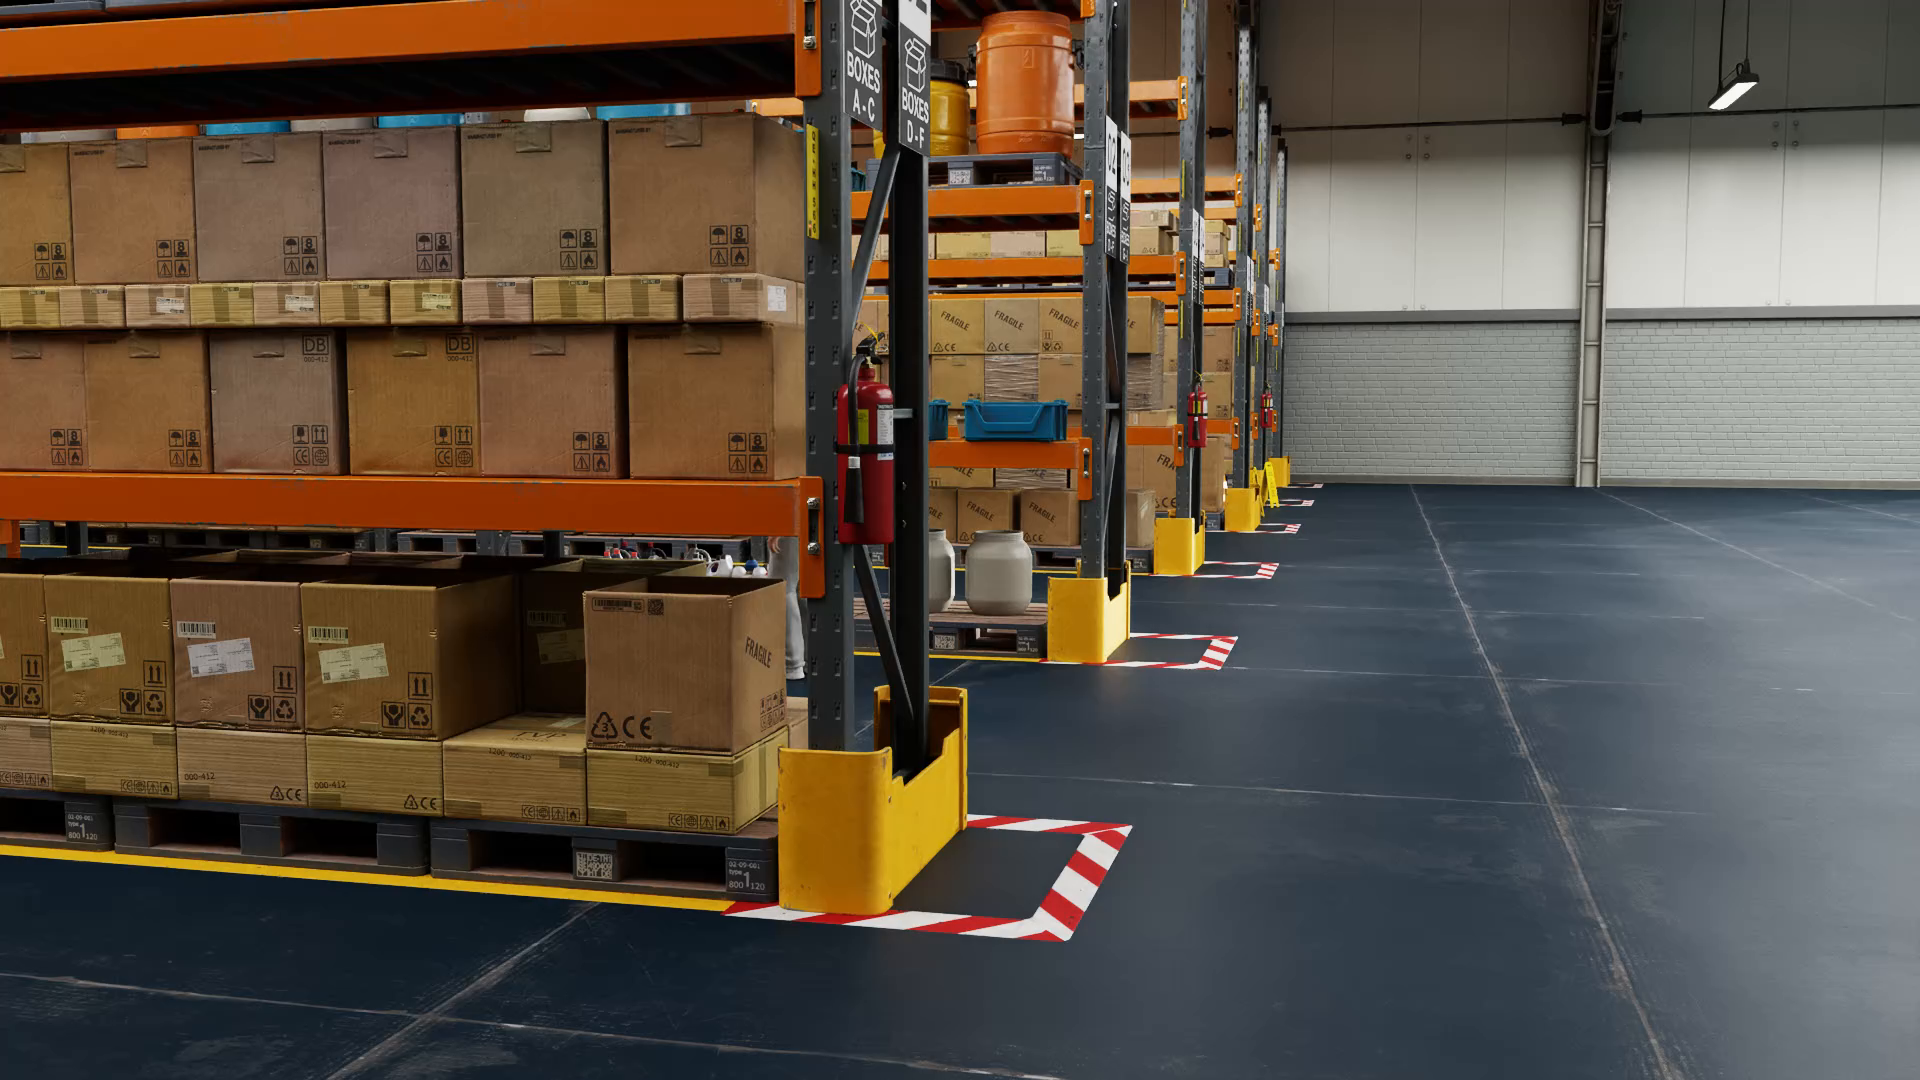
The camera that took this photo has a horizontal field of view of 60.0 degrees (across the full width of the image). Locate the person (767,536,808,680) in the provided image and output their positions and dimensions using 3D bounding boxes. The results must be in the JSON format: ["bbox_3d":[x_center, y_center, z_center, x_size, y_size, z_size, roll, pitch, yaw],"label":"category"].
[{"bbox_3d":[-0.958,-0.064,9.254,0.407,1.673,0.511,1,5,11],"label":"person"}]
